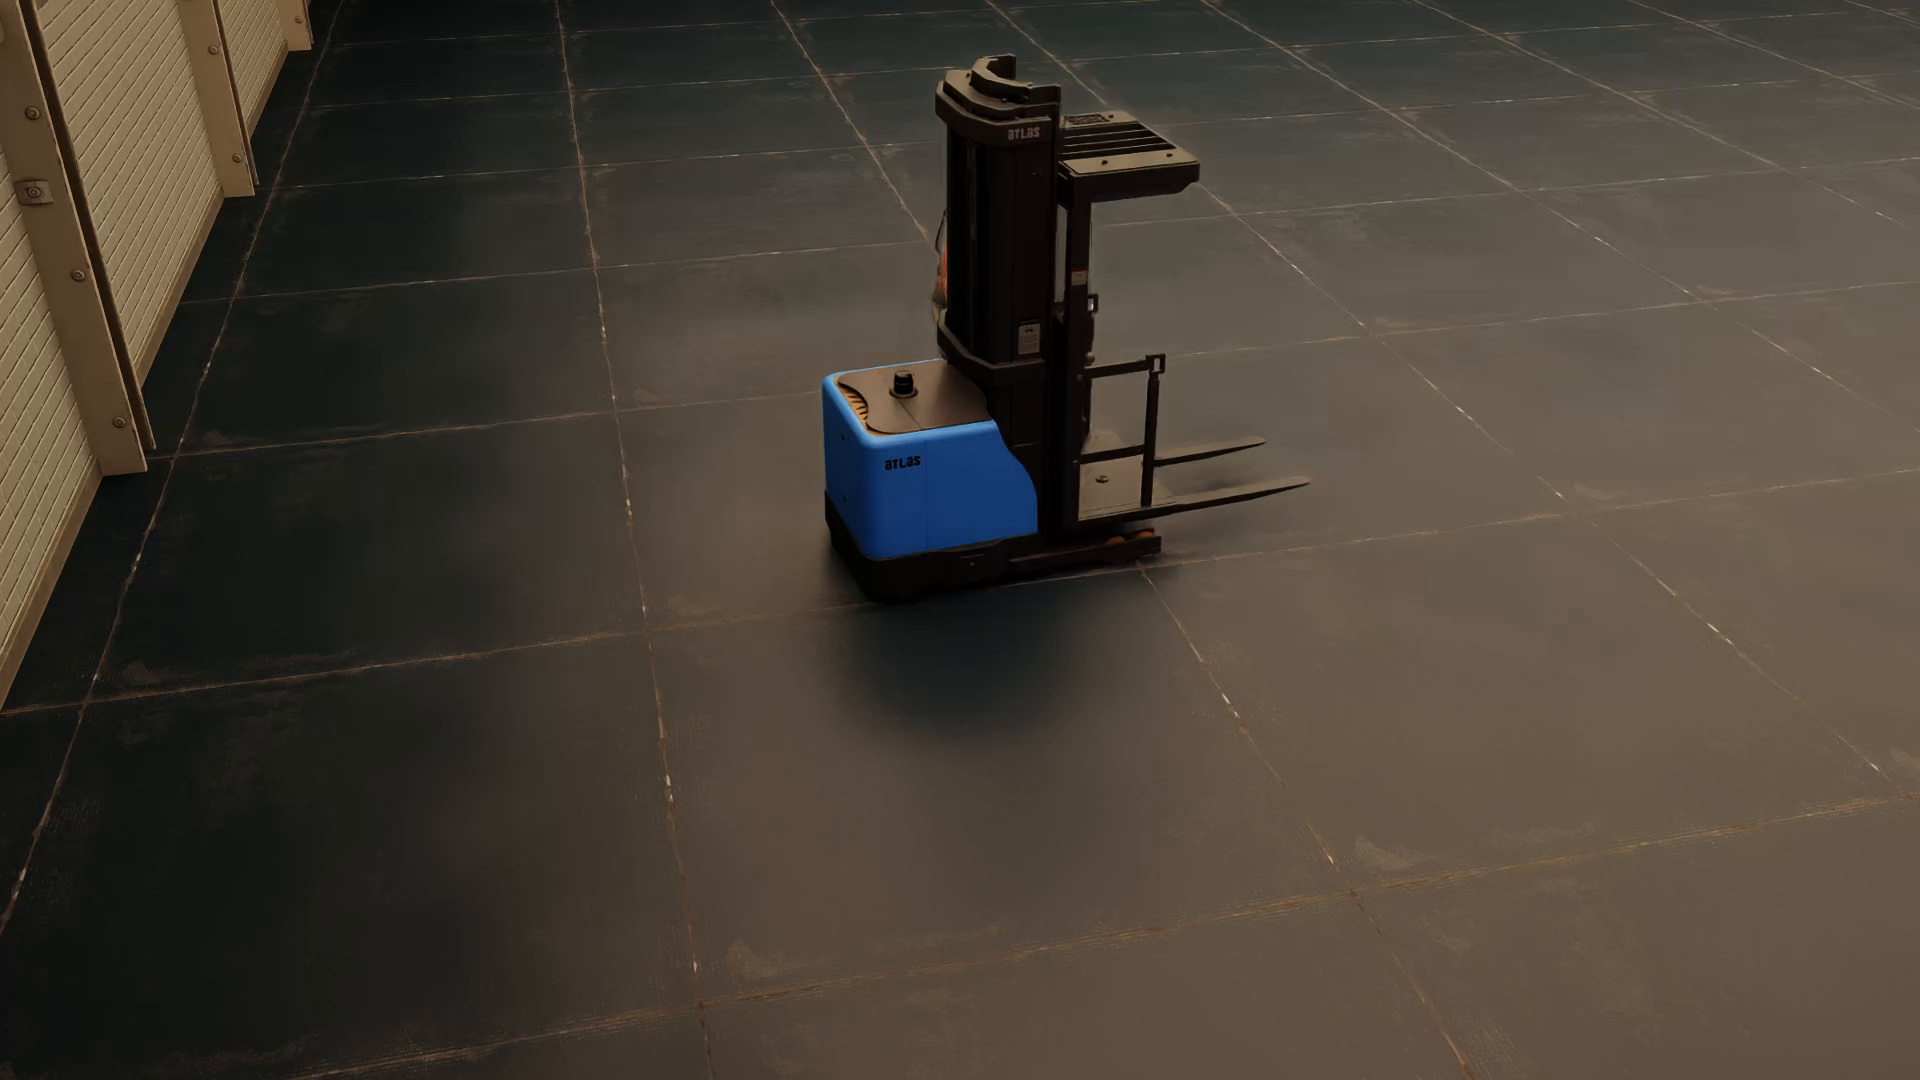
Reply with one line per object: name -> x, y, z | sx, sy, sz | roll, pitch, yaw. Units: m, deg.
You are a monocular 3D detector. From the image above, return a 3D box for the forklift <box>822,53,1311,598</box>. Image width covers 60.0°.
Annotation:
forklift -> 0.724, -1.361, 9.926 | 3.031, 2.935, 1.130 | -10, 31, -16

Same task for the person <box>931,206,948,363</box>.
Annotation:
person -> 0.068, -1.958, 12.268 | 0.674, 1.742, 0.773 | -11, 32, -17
